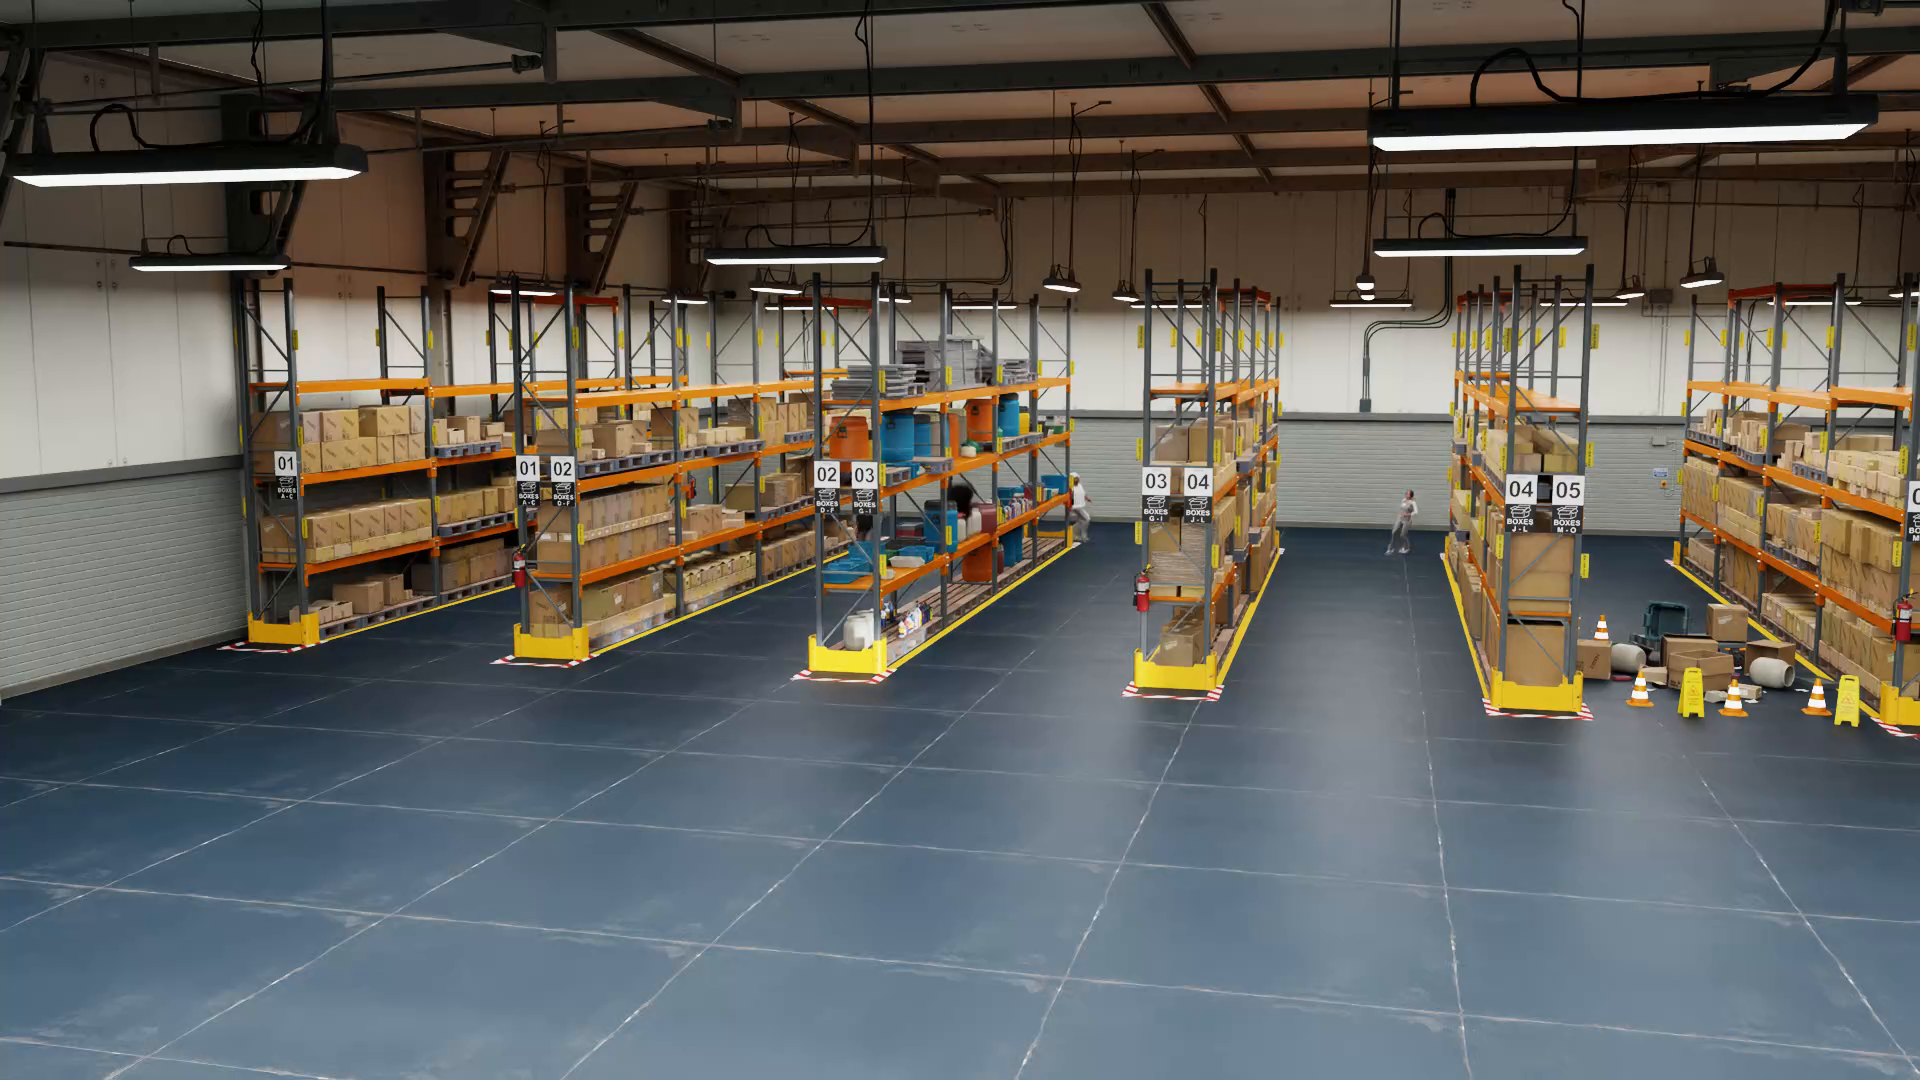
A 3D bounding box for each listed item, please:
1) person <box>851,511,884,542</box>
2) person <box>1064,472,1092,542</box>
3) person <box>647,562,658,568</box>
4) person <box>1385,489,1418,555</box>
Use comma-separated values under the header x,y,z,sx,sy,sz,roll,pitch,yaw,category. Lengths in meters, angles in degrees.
x,y,z,sx,sy,sz,roll,pitch,yaw,category
-1.908,-0.185,34.214,0.682,1.708,0.573,1,7,8,person
2.966,-0.799,41.410,0.644,1.772,0.753,4,8,28,person
-6.196,0.118,33.618,0.669,1.733,0.760,1,7,11,person
10.392,-0.398,38.822,0.667,1.590,0.658,-5,8,-35,person
